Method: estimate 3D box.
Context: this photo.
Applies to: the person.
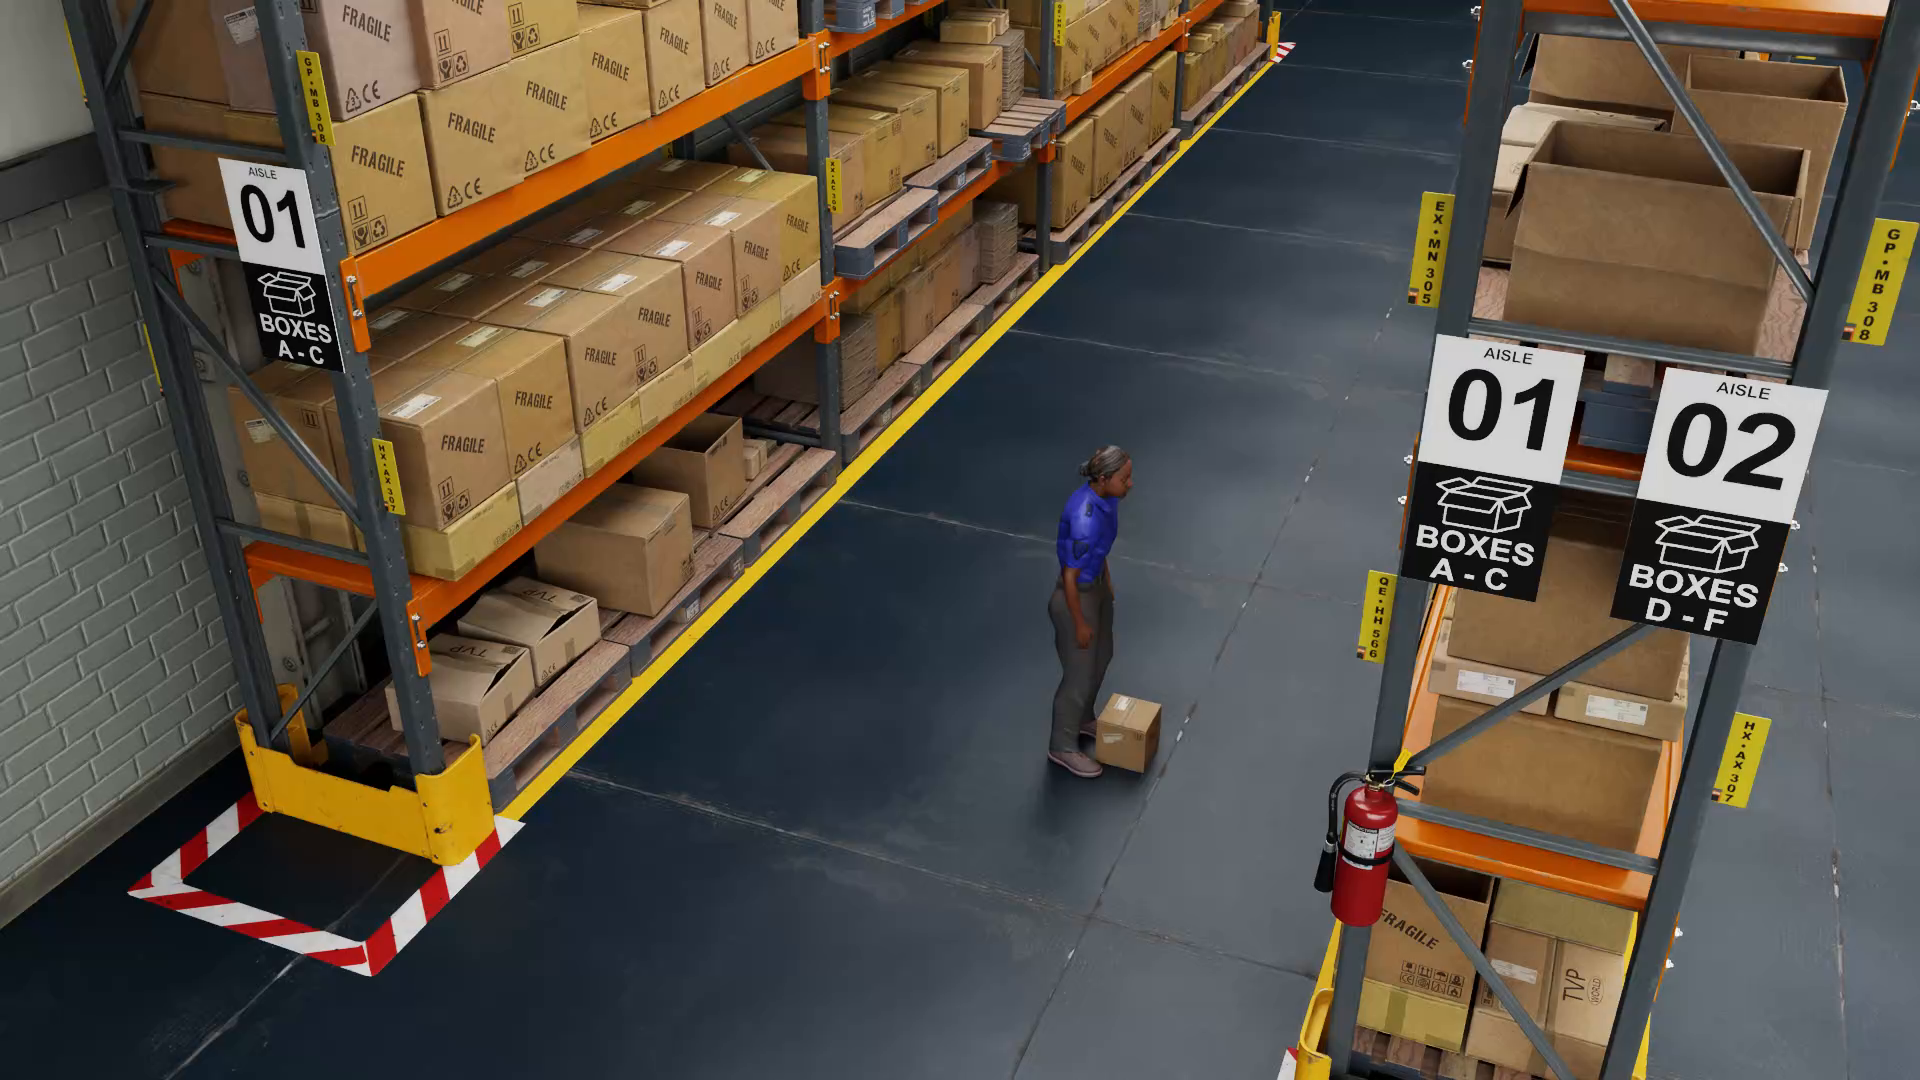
[{"bbox_3d":[0.609,0.299,7.874,0.351,1.655,0.523,11,31,18],"label":"person"}]
